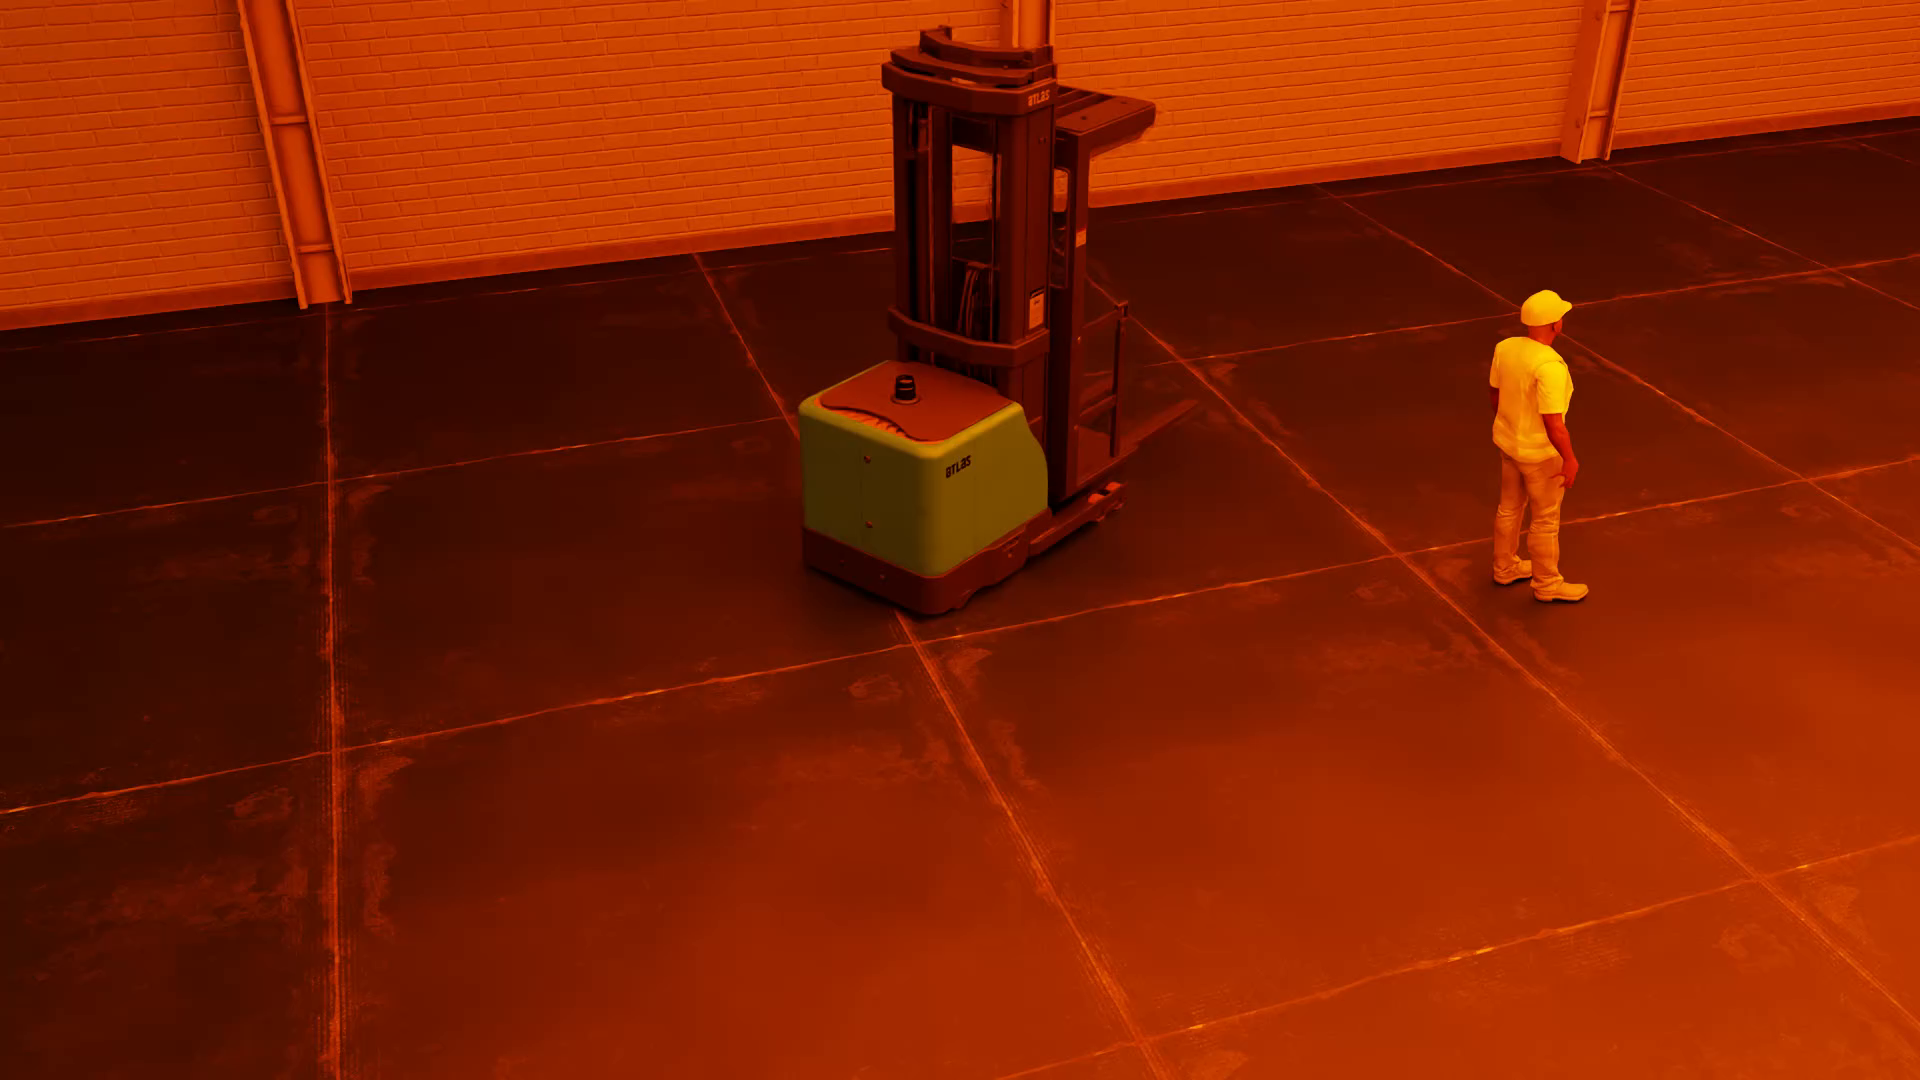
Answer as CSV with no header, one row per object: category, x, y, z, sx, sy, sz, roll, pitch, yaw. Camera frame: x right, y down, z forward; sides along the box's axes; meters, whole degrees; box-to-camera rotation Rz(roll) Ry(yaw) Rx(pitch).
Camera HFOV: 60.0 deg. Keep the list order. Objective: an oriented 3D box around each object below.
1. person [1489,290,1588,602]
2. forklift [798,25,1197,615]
person,3.212,-0.537,9.173,0.576,1.767,0.665,-9,31,-15
forklift,0.395,-1.526,9.739,1.130,2.935,3.031,22,36,33
